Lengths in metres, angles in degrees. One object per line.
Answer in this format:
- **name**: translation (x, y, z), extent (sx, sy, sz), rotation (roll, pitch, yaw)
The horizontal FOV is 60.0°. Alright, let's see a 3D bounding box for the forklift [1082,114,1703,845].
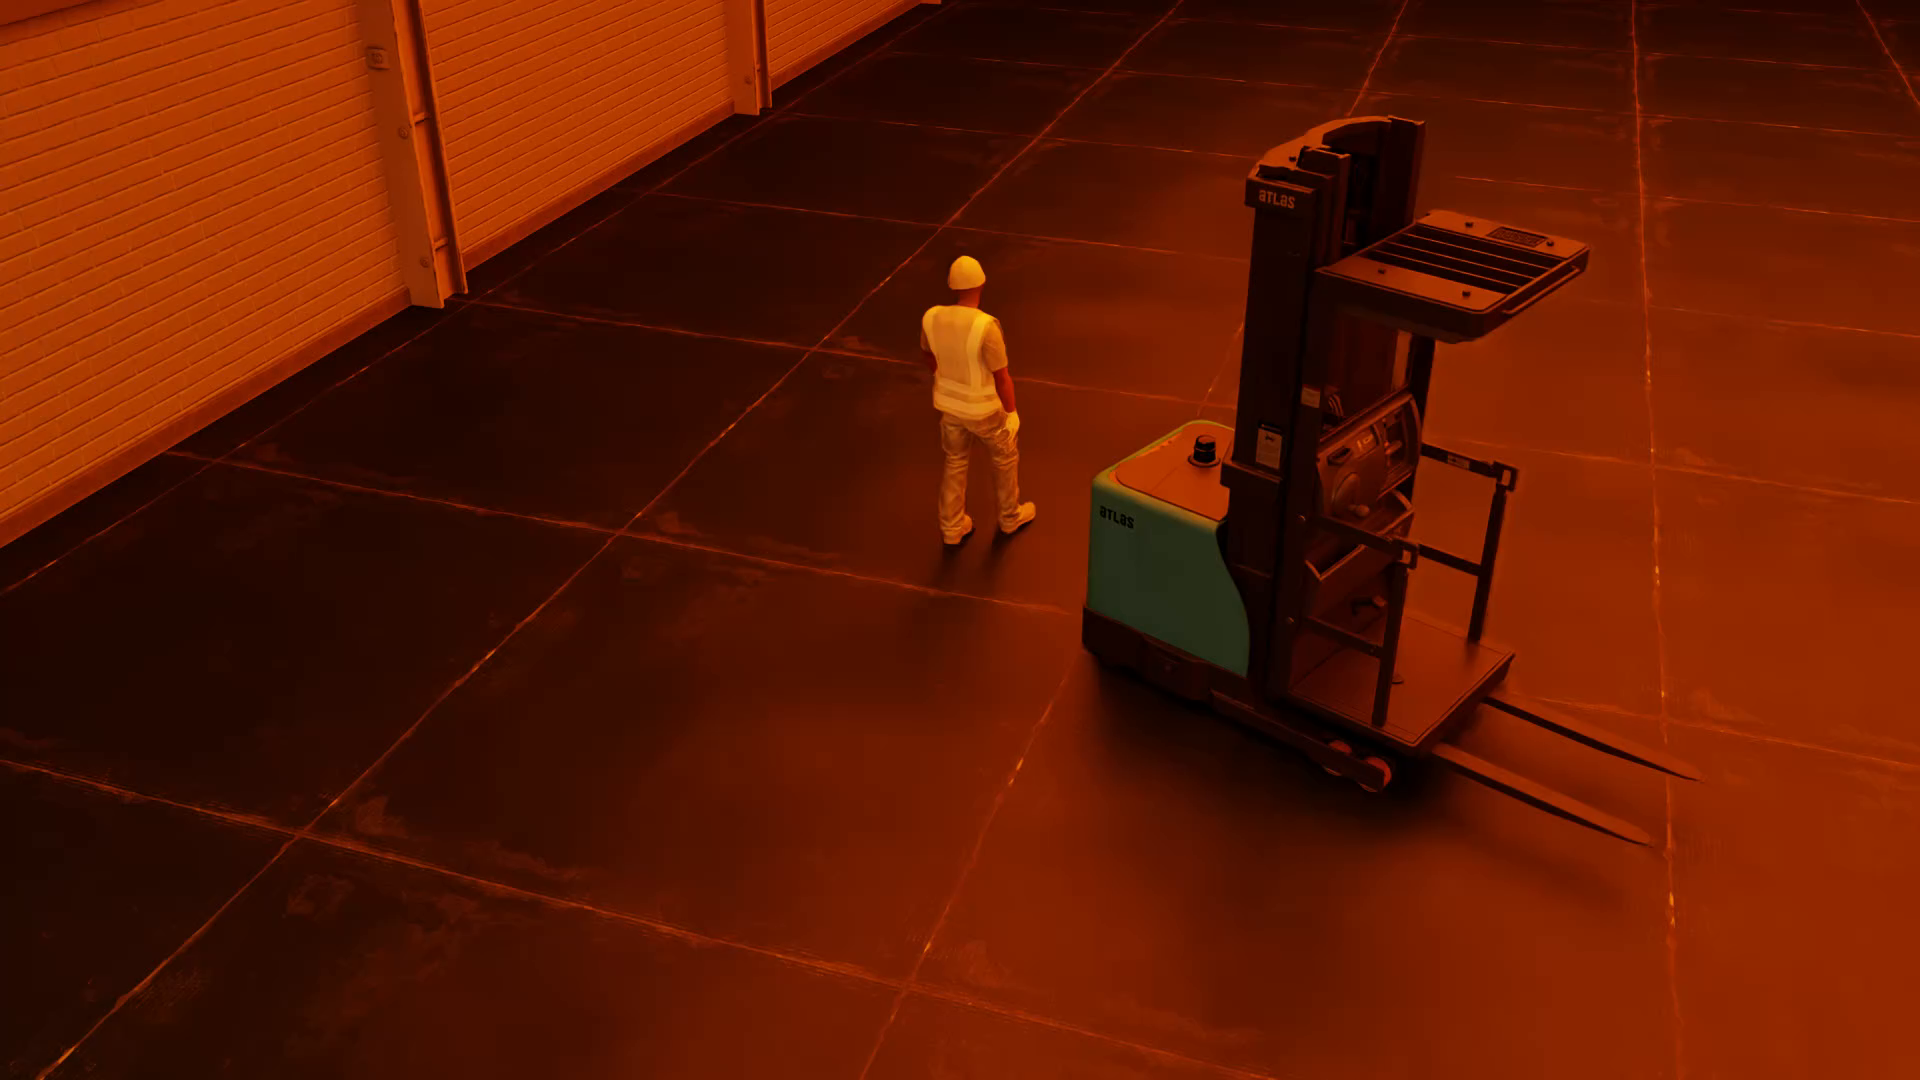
- **forklift**: translation (2.099, -0.360, 7.769), extent (3.031, 2.935, 1.130), rotation (24, 37, 35)

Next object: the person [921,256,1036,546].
- **person**: translation (0.124, -0.852, 9.819), extent (0.718, 1.770, 0.623), rotation (18, 34, 29)
